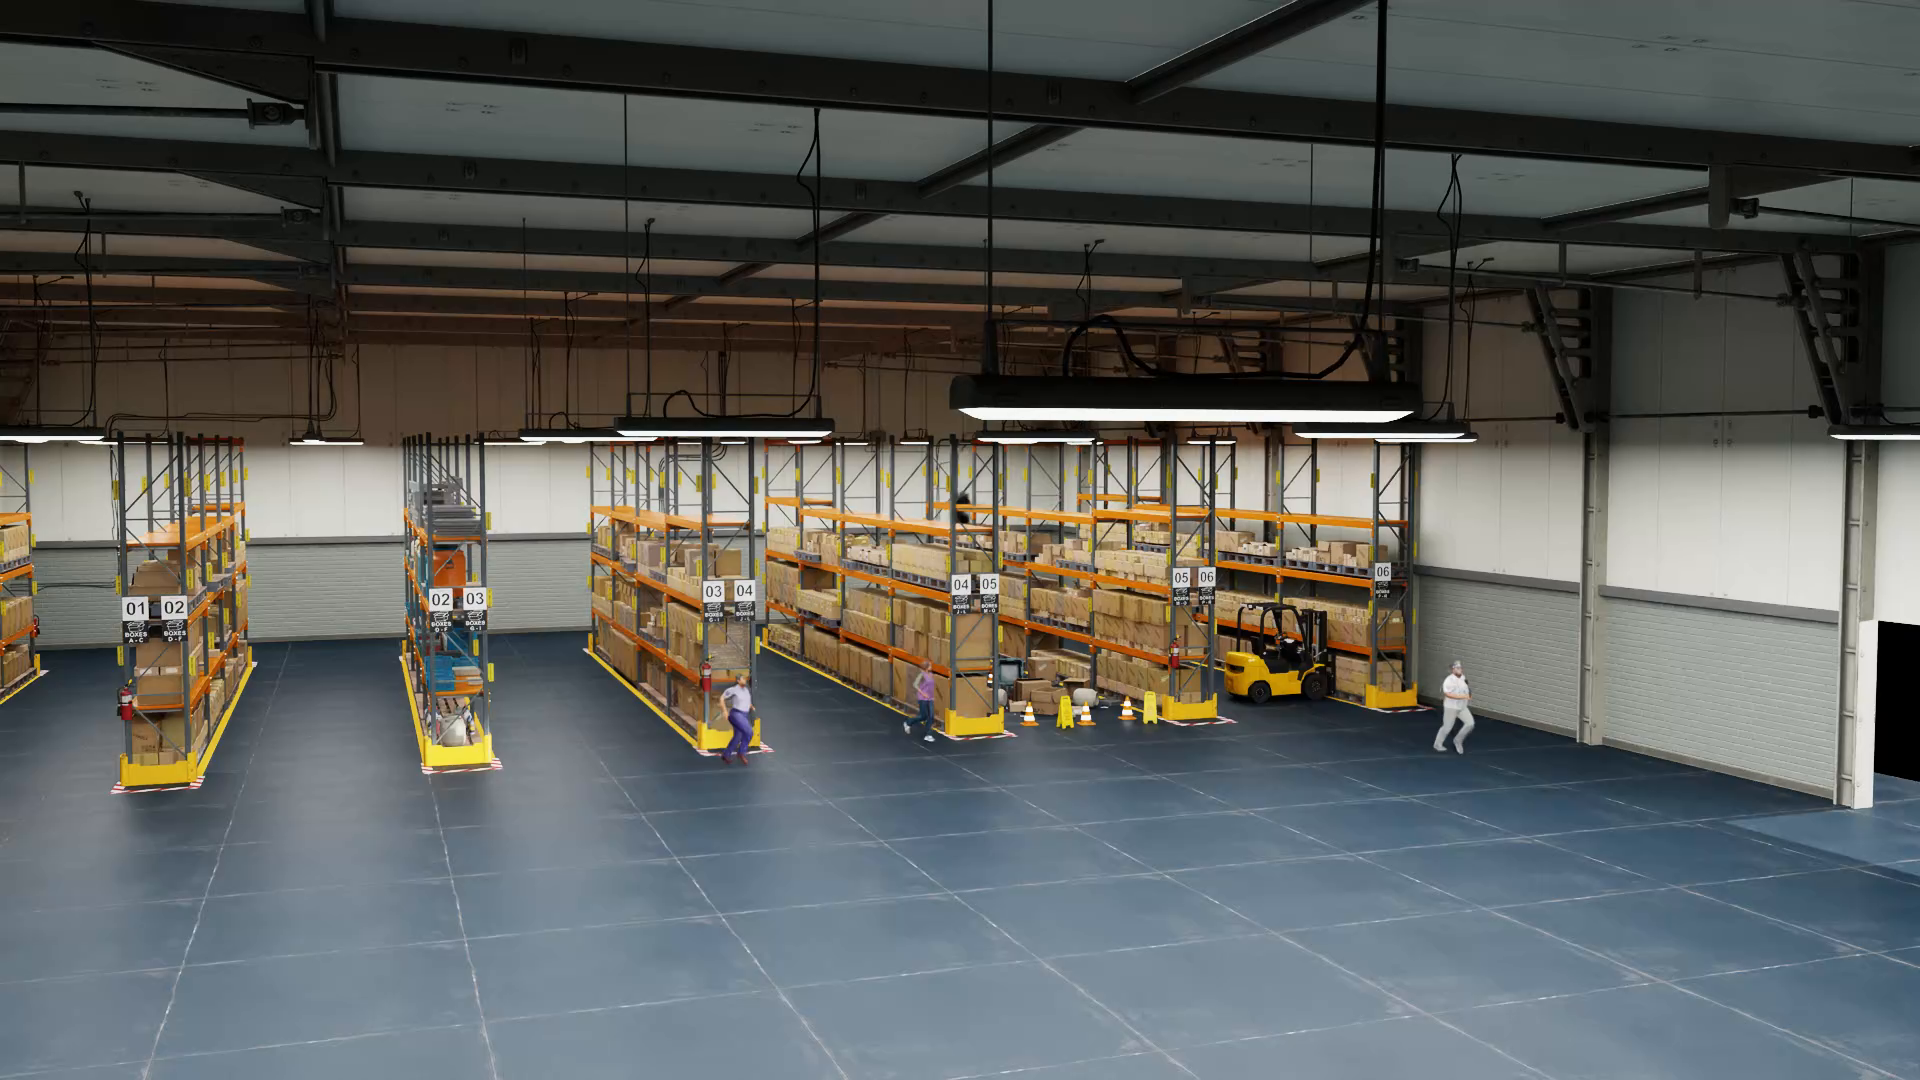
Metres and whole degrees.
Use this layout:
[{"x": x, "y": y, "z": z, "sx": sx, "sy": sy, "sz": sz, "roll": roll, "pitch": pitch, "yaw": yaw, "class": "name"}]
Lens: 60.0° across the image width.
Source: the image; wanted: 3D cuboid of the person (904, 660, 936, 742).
[{"x": -0.687, "y": 3.140, "z": 32.669, "sx": 0.741, "sy": 1.546, "sz": 0.602, "roll": 2, "pitch": 4, "yaw": 35, "class": "person"}]

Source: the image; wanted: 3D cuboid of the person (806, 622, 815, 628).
[{"x": -4.698, "y": 2.103, "z": 49.927, "sx": 0.802, "sy": 1.731, "sz": 0.690, "roll": 2, "pitch": 4, "yaw": 31, "class": "person"}]

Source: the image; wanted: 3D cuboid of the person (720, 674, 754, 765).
[{"x": -3.979, "y": 3.235, "z": 30.165, "sx": 0.671, "sy": 1.589, "sz": 0.593, "roll": 1, "pitch": 3, "yaw": 22, "class": "person"}]

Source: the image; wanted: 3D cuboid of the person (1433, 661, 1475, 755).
[{"x": 9.269, "y": 3.118, "z": 31.020, "sx": 0.677, "sy": 1.774, "sz": 0.872, "roll": -2, "pitch": 4, "yaw": -27, "class": "person"}]
